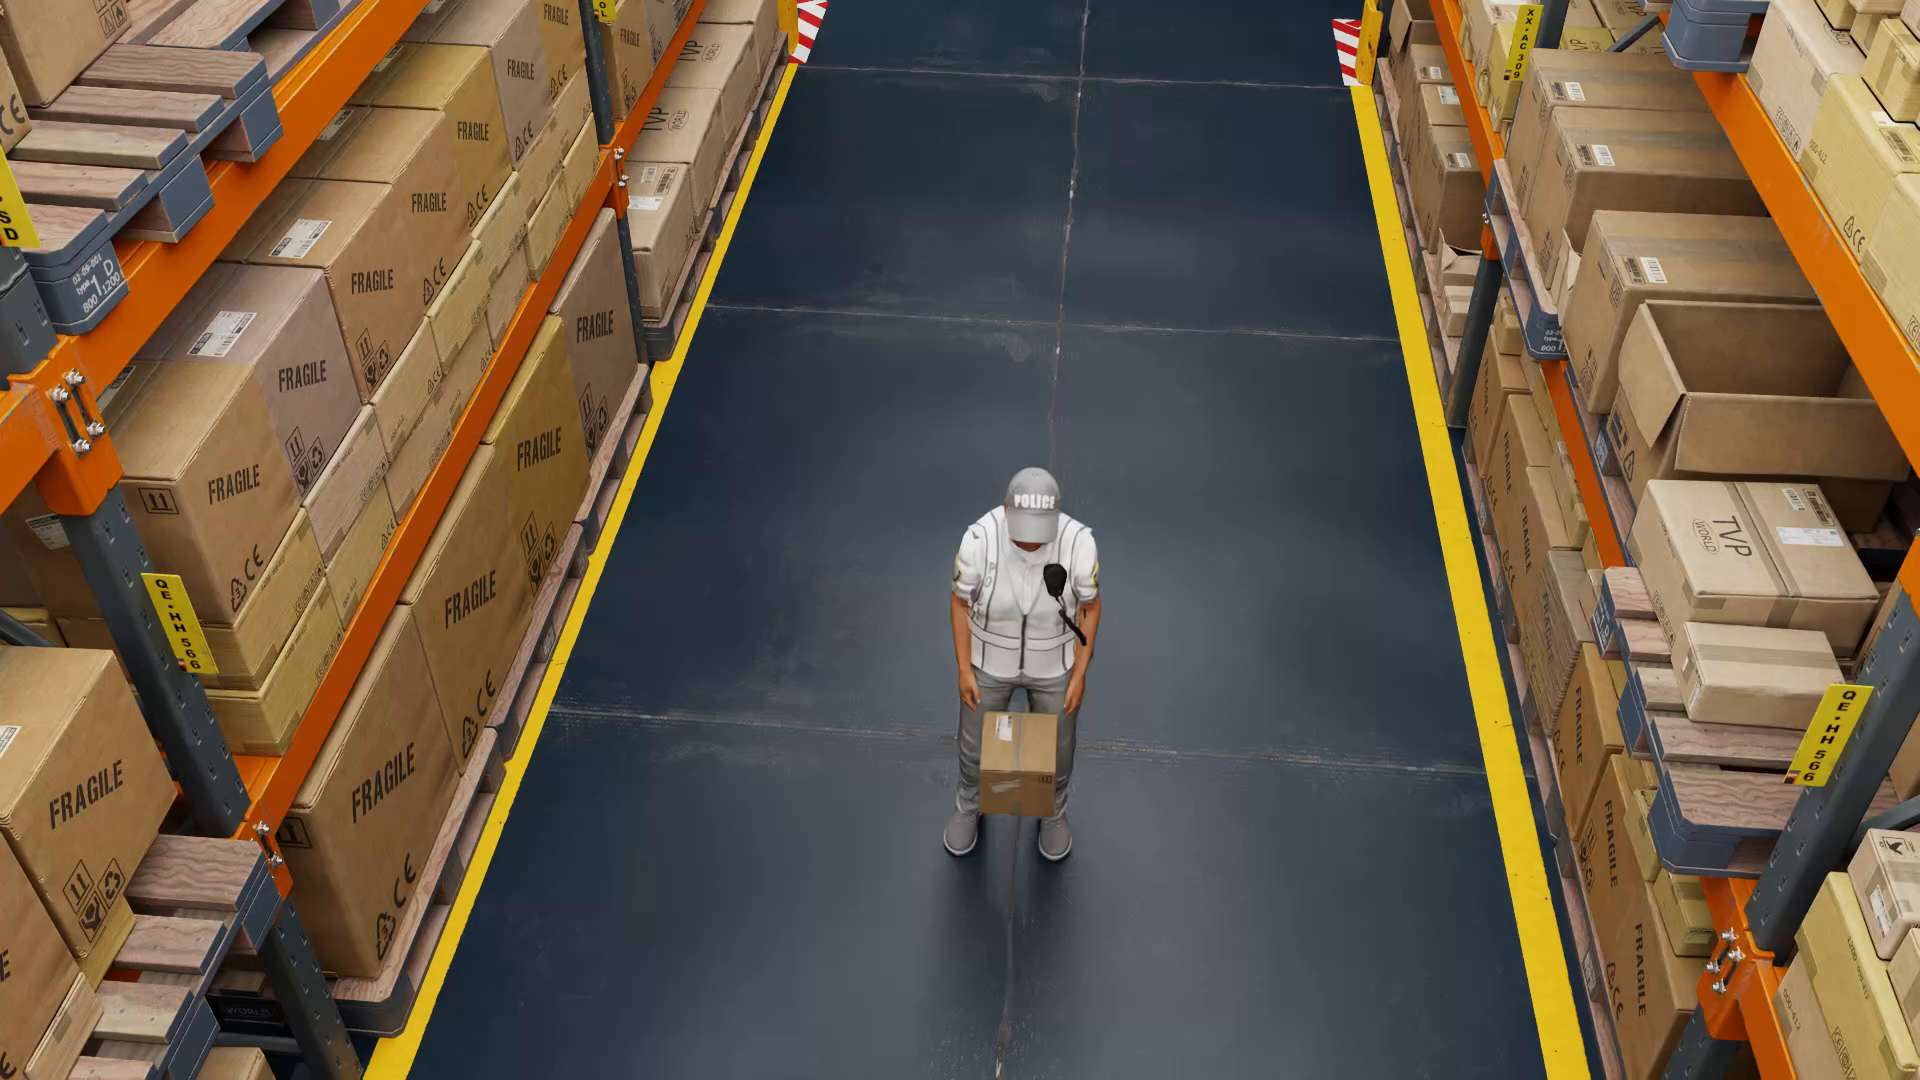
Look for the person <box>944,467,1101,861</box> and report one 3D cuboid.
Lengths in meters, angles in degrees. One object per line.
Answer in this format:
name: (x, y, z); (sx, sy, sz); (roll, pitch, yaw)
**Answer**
person: (0.207, 0.412, 5.662); (0.521, 1.671, 0.429); (2, 40, 3)
